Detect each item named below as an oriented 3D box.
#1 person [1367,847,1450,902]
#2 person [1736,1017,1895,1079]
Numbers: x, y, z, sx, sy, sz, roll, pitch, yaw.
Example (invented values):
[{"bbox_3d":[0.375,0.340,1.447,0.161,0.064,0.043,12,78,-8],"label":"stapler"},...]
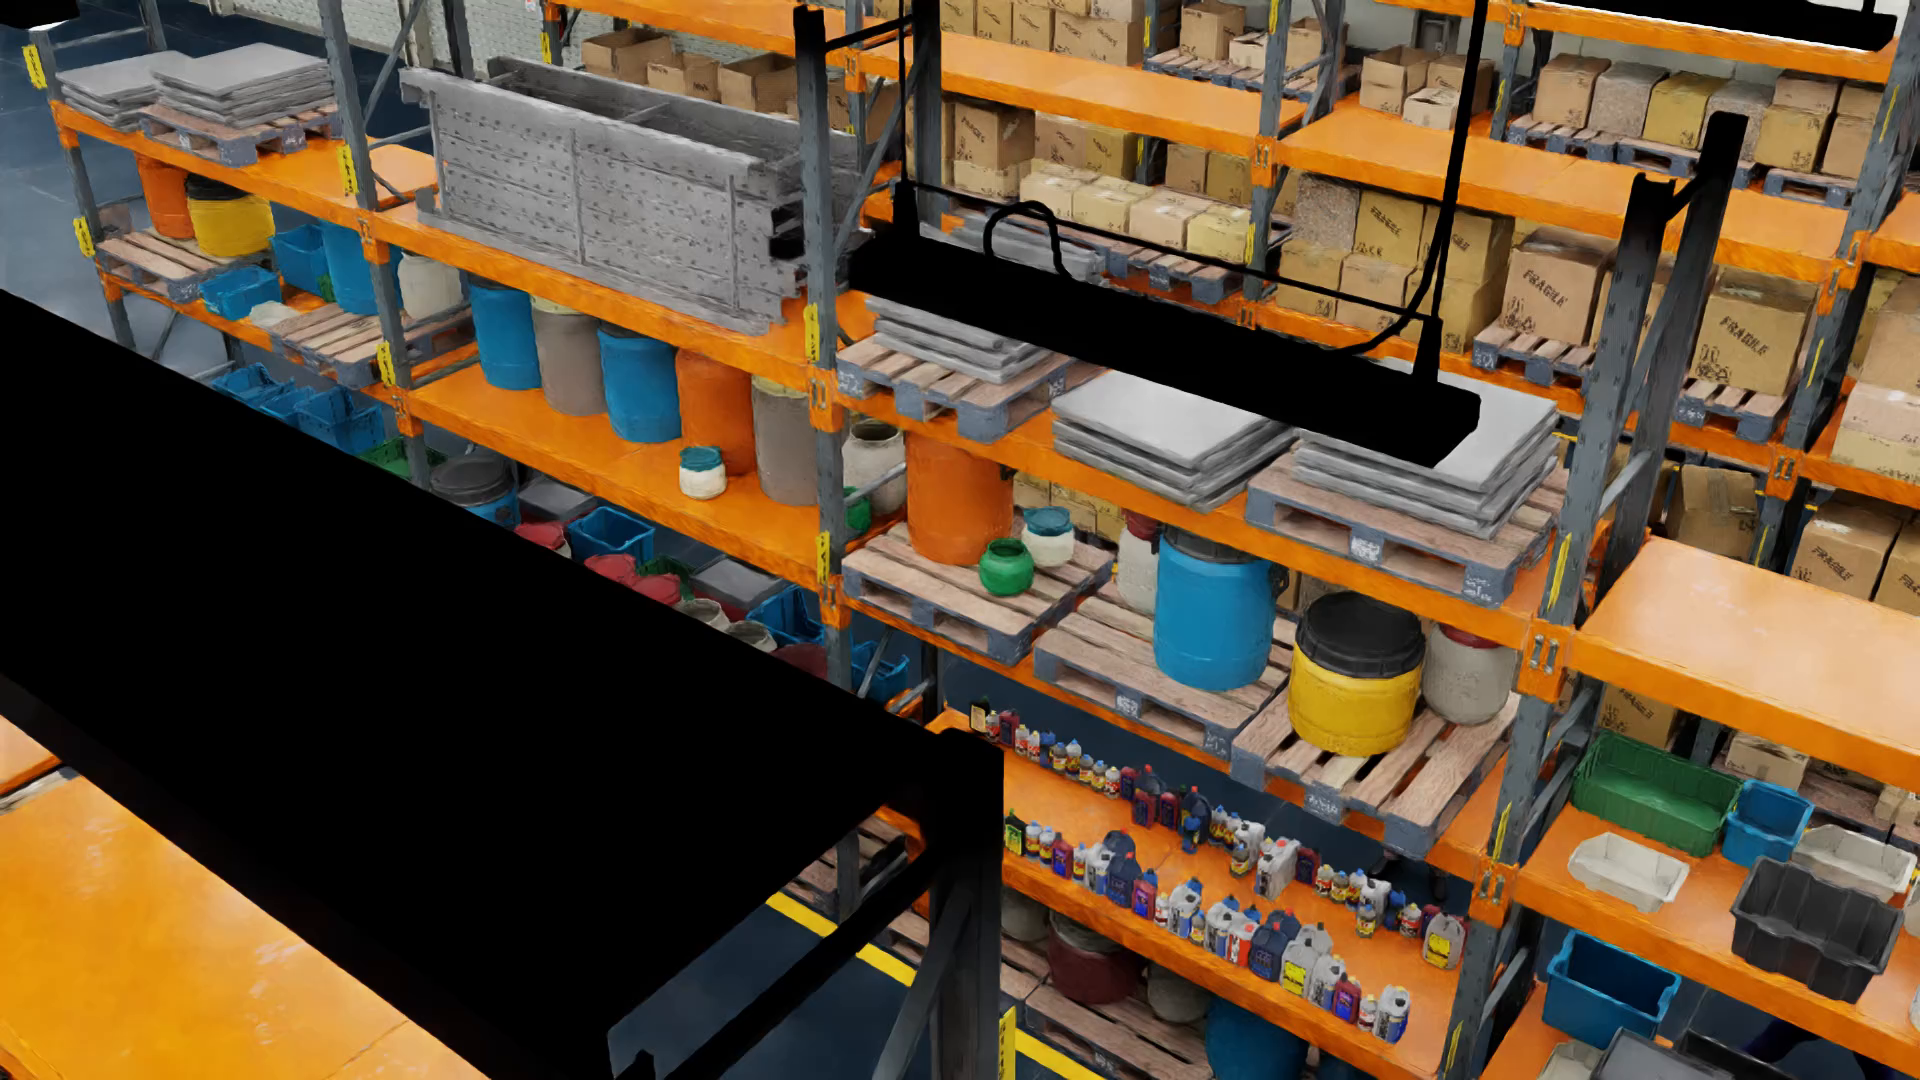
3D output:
[{"bbox_3d":[3.101,1.606,10.965,0.598,1.731,0.463,6,32,9],"label":"person"},{"bbox_3d":[5.012,2.587,9.529,1.090,1.553,0.479,23,38,33],"label":"person"}]
